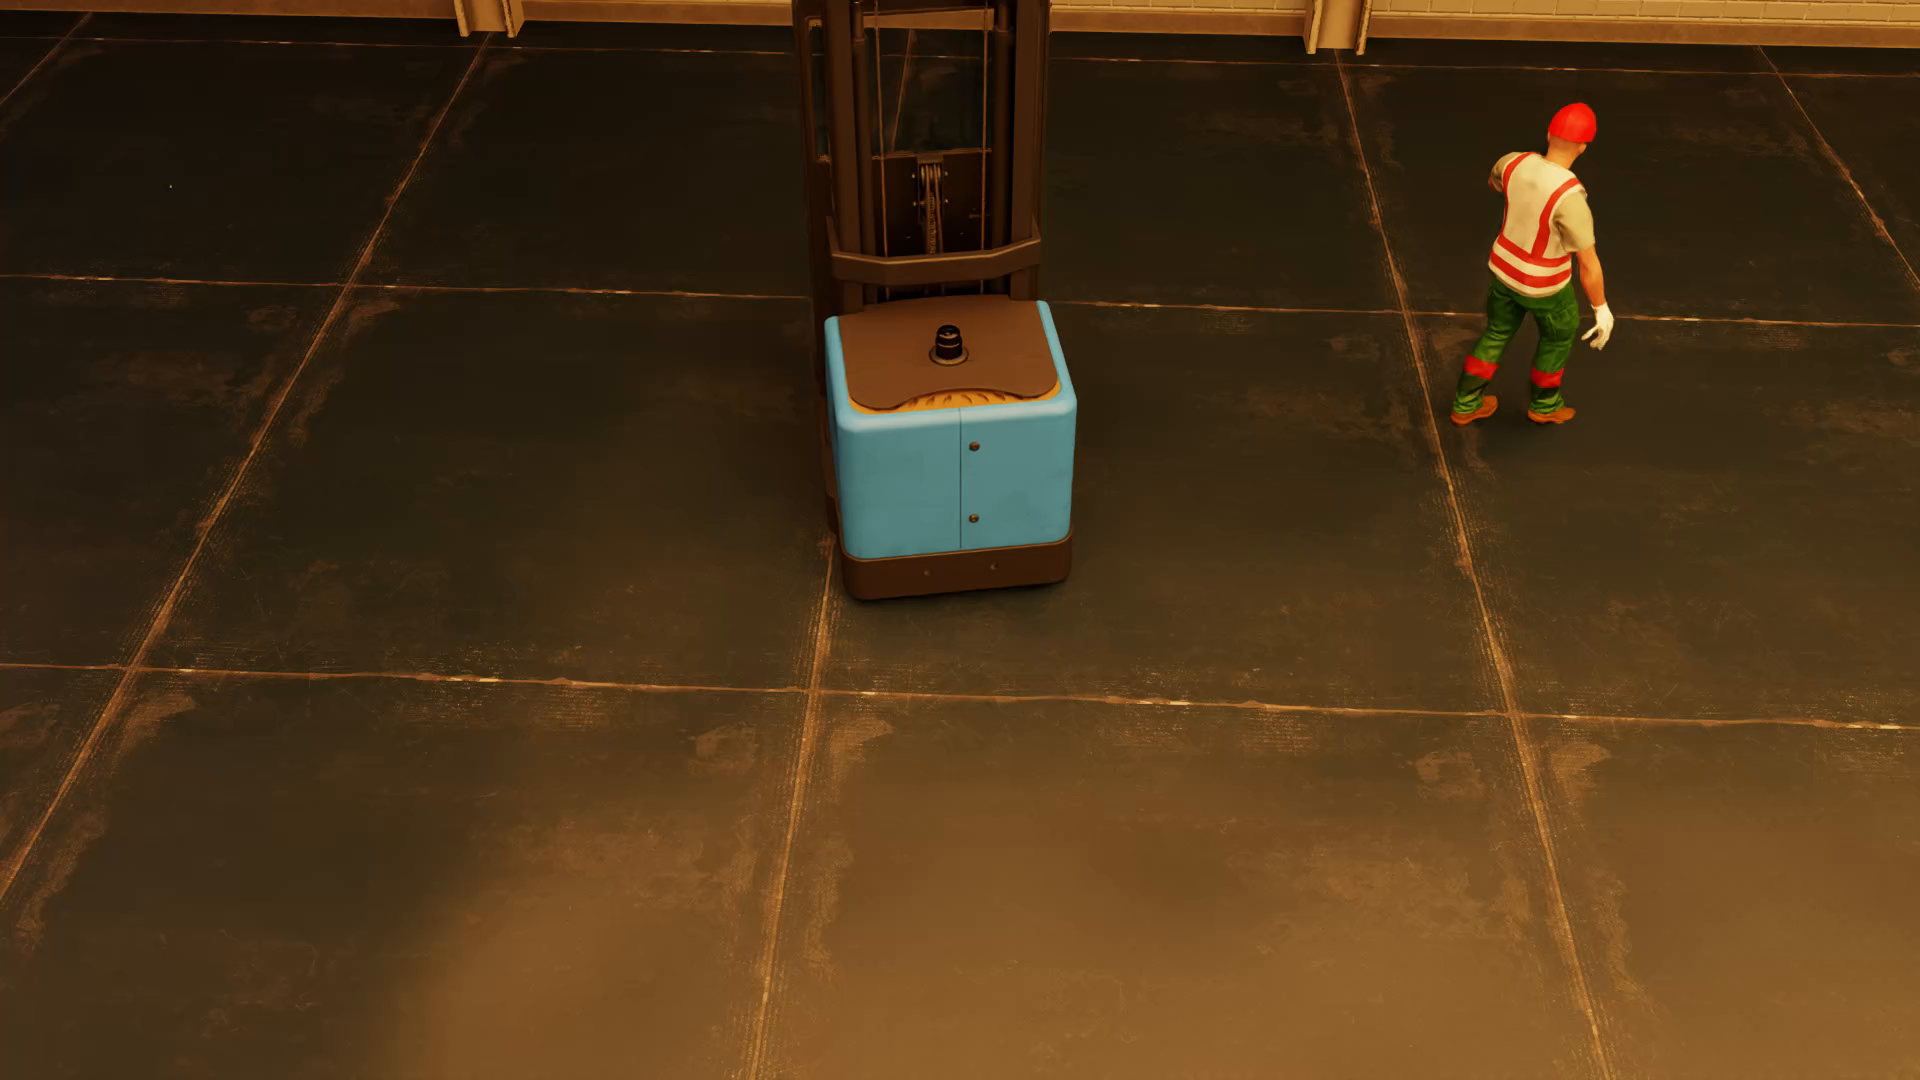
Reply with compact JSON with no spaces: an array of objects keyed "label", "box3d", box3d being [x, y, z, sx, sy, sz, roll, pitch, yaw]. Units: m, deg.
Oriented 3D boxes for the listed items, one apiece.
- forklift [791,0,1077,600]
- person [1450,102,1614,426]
[{"label":"forklift","box3d":[-0.196,-1.809,7.724,1.130,2.935,3.031,-5,43,-6]},{"label":"person","box3d":[2.861,-1.287,8.051,0.650,1.796,1.026,-19,46,-20]}]
